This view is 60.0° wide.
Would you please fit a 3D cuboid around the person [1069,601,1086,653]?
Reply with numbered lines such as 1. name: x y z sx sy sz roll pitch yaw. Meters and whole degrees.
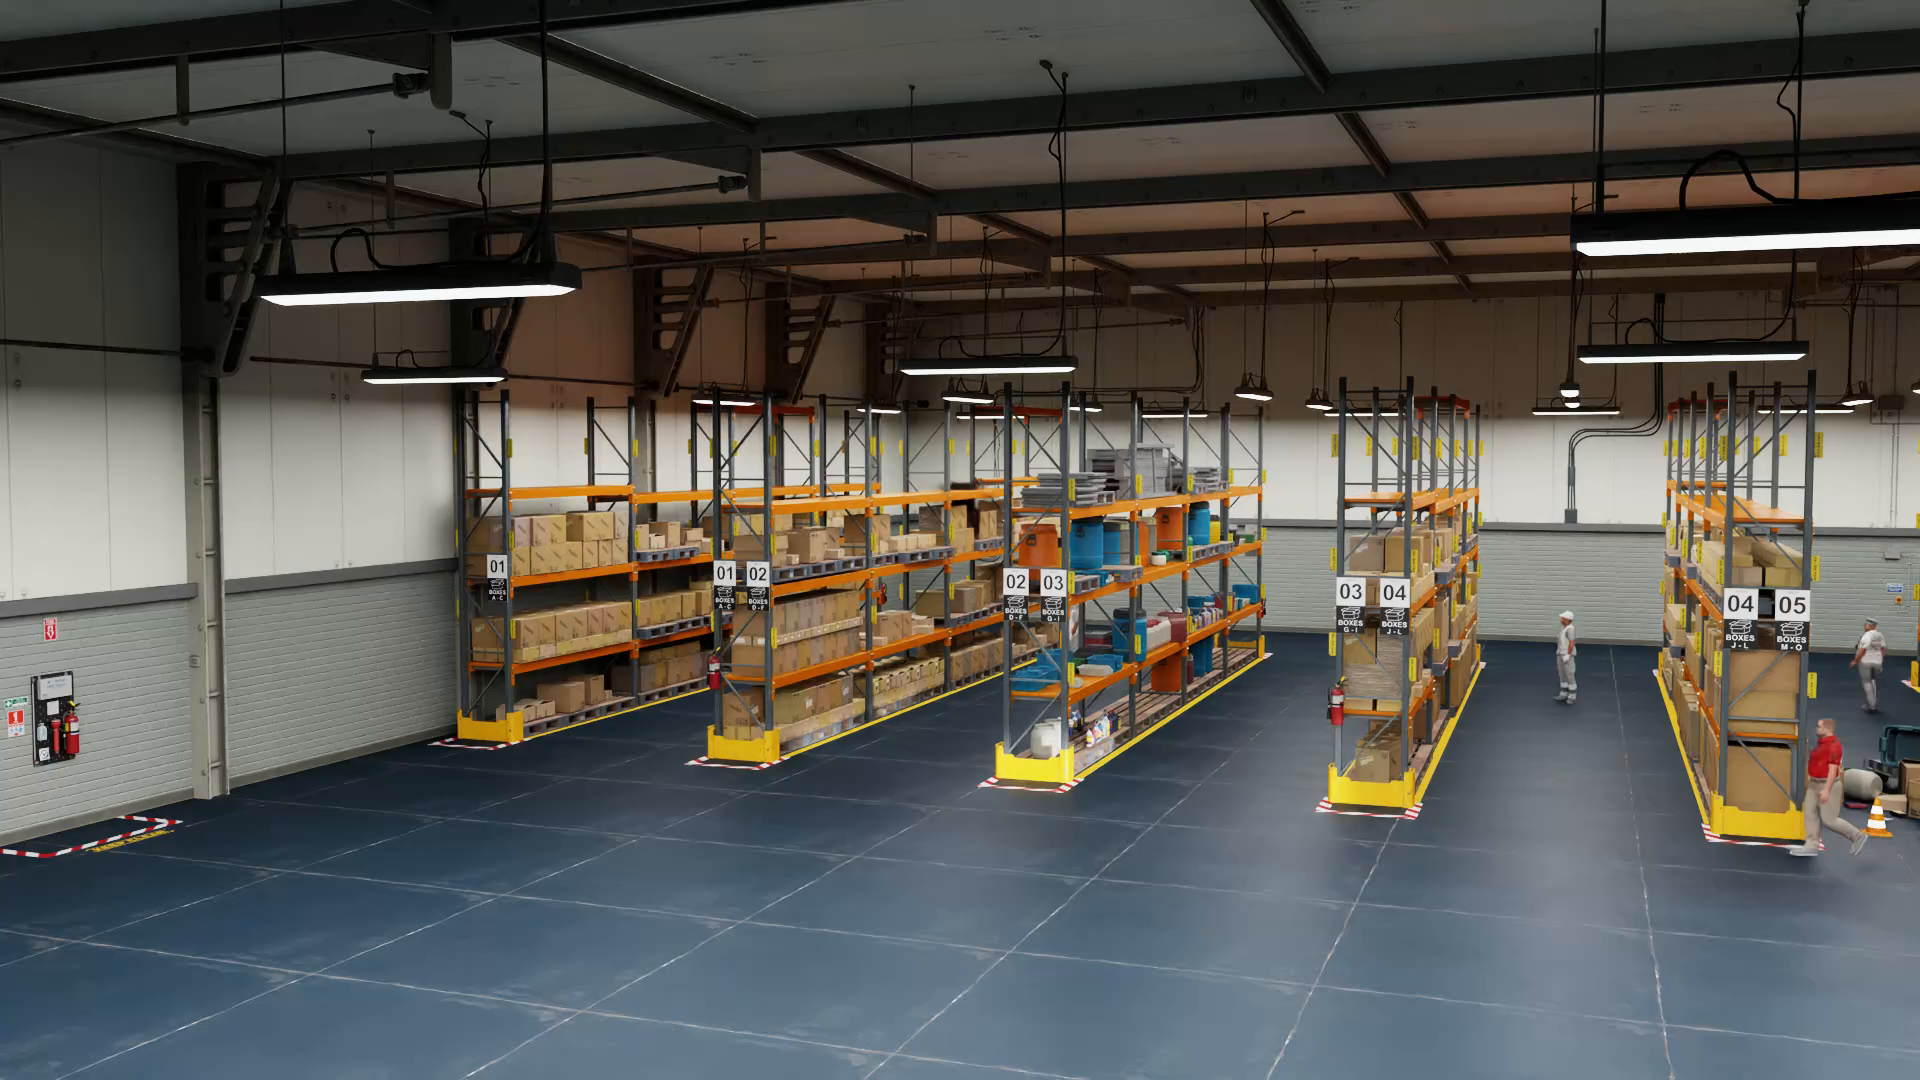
1. person: 2.449 2.041 35.377 0.504 1.768 0.611 -1 3 -16

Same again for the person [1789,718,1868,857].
1. person: 10.580 3.021 20.244 0.805 1.710 0.508 0 3 -3

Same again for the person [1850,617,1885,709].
1. person: 17.355 2.376 31.734 0.610 1.818 0.604 0 3 0

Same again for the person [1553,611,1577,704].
1. person: 11.967 2.313 32.873 0.407 1.826 0.554 -1 3 -15
